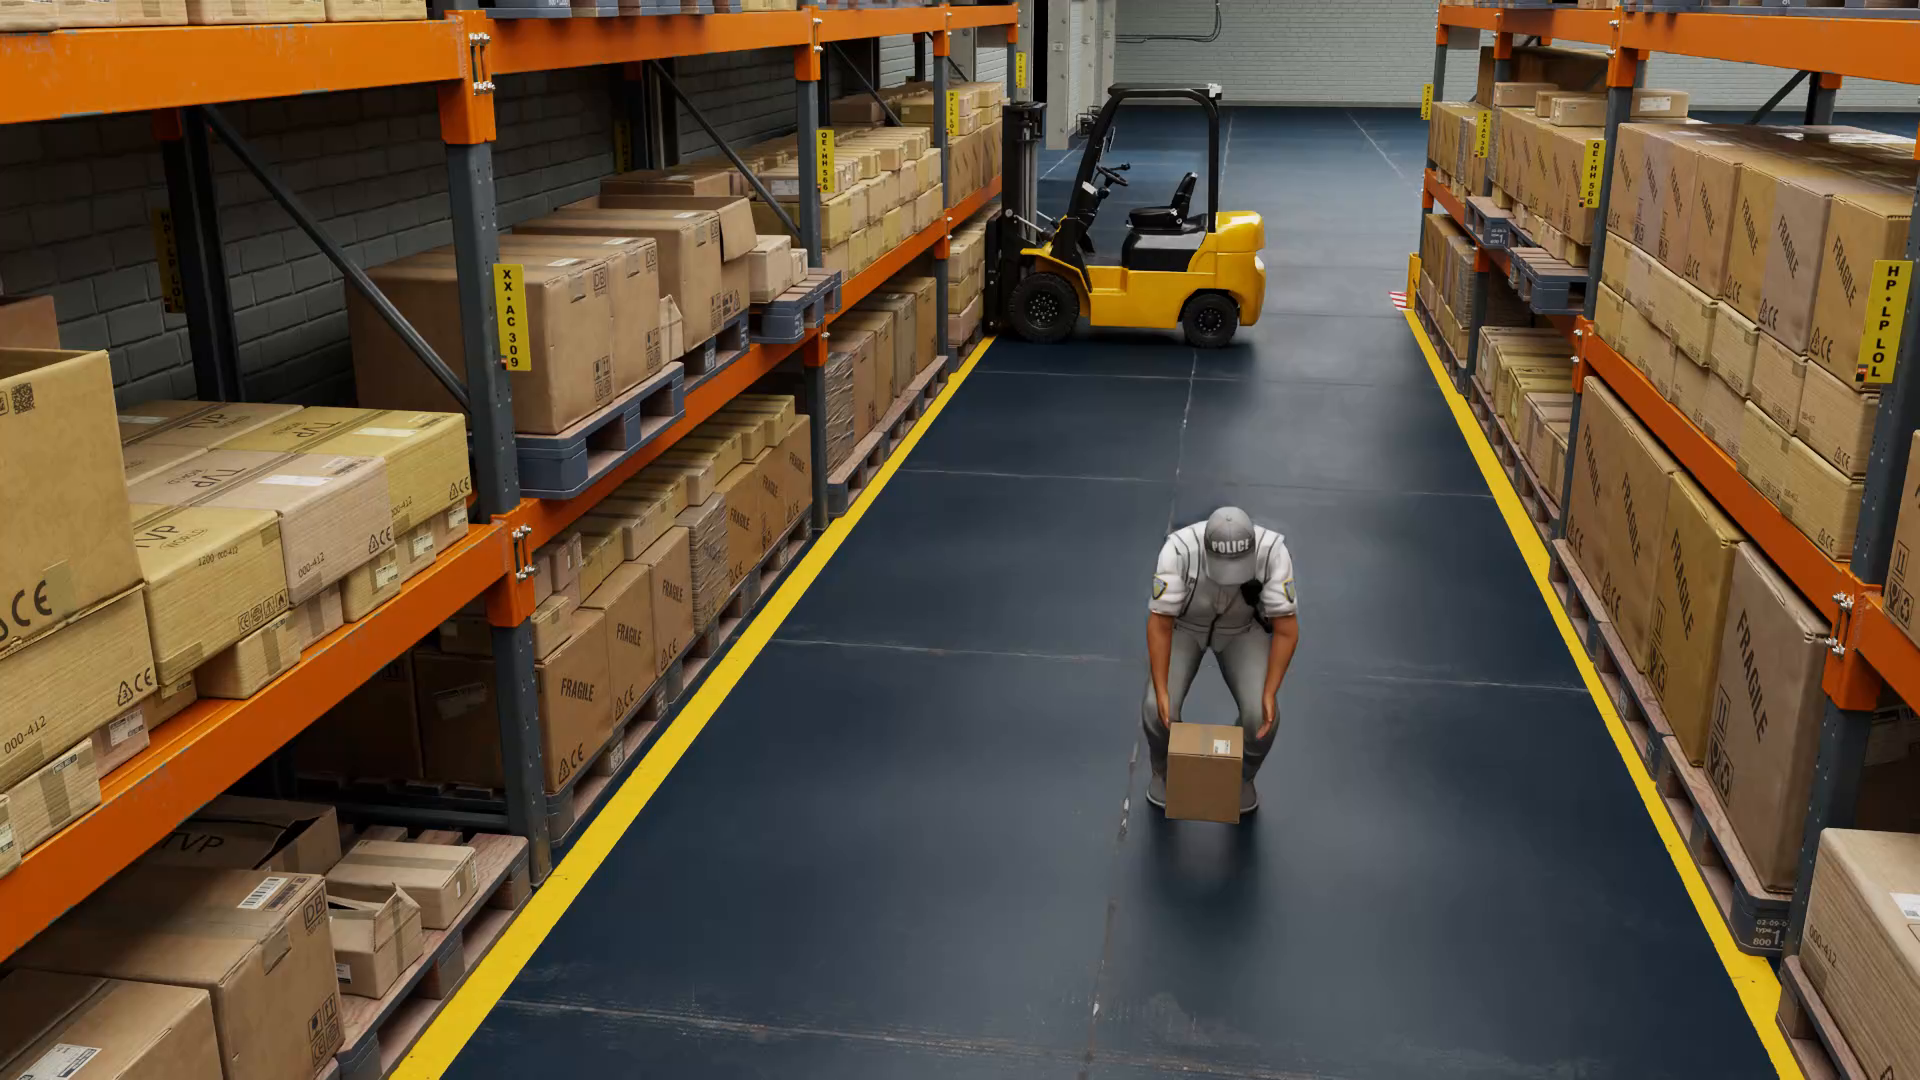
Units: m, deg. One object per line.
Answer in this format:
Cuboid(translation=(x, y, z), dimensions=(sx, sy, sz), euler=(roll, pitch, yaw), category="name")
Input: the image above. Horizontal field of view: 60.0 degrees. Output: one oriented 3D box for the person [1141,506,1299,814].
Cuboid(translation=(0.940, 0.400, 6.022), dimensions=(0.541, 1.239, 0.794), euler=(3, 18, 9), category="person")
